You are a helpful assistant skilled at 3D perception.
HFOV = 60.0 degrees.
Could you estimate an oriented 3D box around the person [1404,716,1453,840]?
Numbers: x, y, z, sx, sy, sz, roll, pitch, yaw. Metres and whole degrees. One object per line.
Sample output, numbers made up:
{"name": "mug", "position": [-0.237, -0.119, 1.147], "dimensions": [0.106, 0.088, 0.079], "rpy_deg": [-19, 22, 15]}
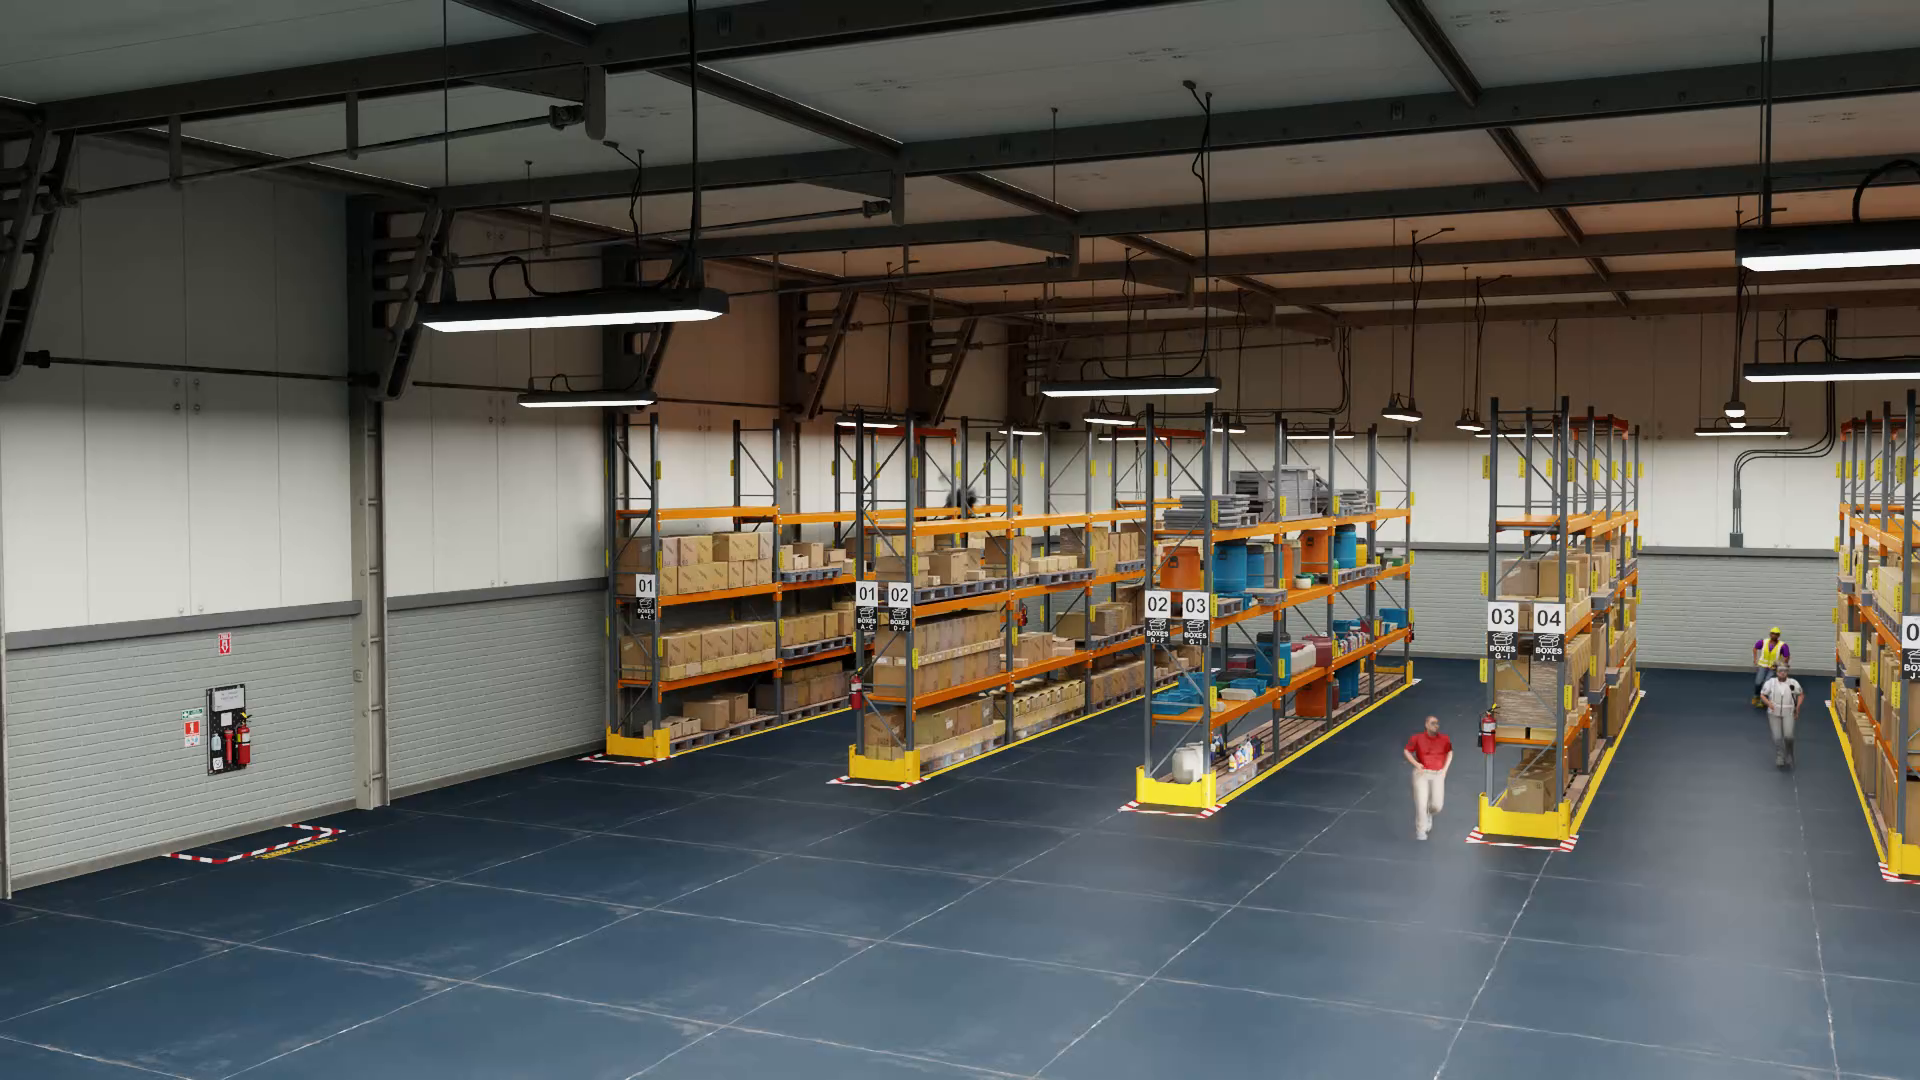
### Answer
{"name": "person", "position": [6.389, 3.229, 22.616], "dimensions": [0.686, 1.694, 0.616], "rpy_deg": [0, 2, 2]}

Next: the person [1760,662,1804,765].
{"name": "person", "position": [13.901, 2.938, 28.146], "dimensions": [0.660, 1.743, 0.595], "rpy_deg": [1, 3, 28]}

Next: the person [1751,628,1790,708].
{"name": "person", "position": [16.969, 2.679, 34.834], "dimensions": [0.741, 1.712, 0.555], "rpy_deg": [1, 3, 31]}
